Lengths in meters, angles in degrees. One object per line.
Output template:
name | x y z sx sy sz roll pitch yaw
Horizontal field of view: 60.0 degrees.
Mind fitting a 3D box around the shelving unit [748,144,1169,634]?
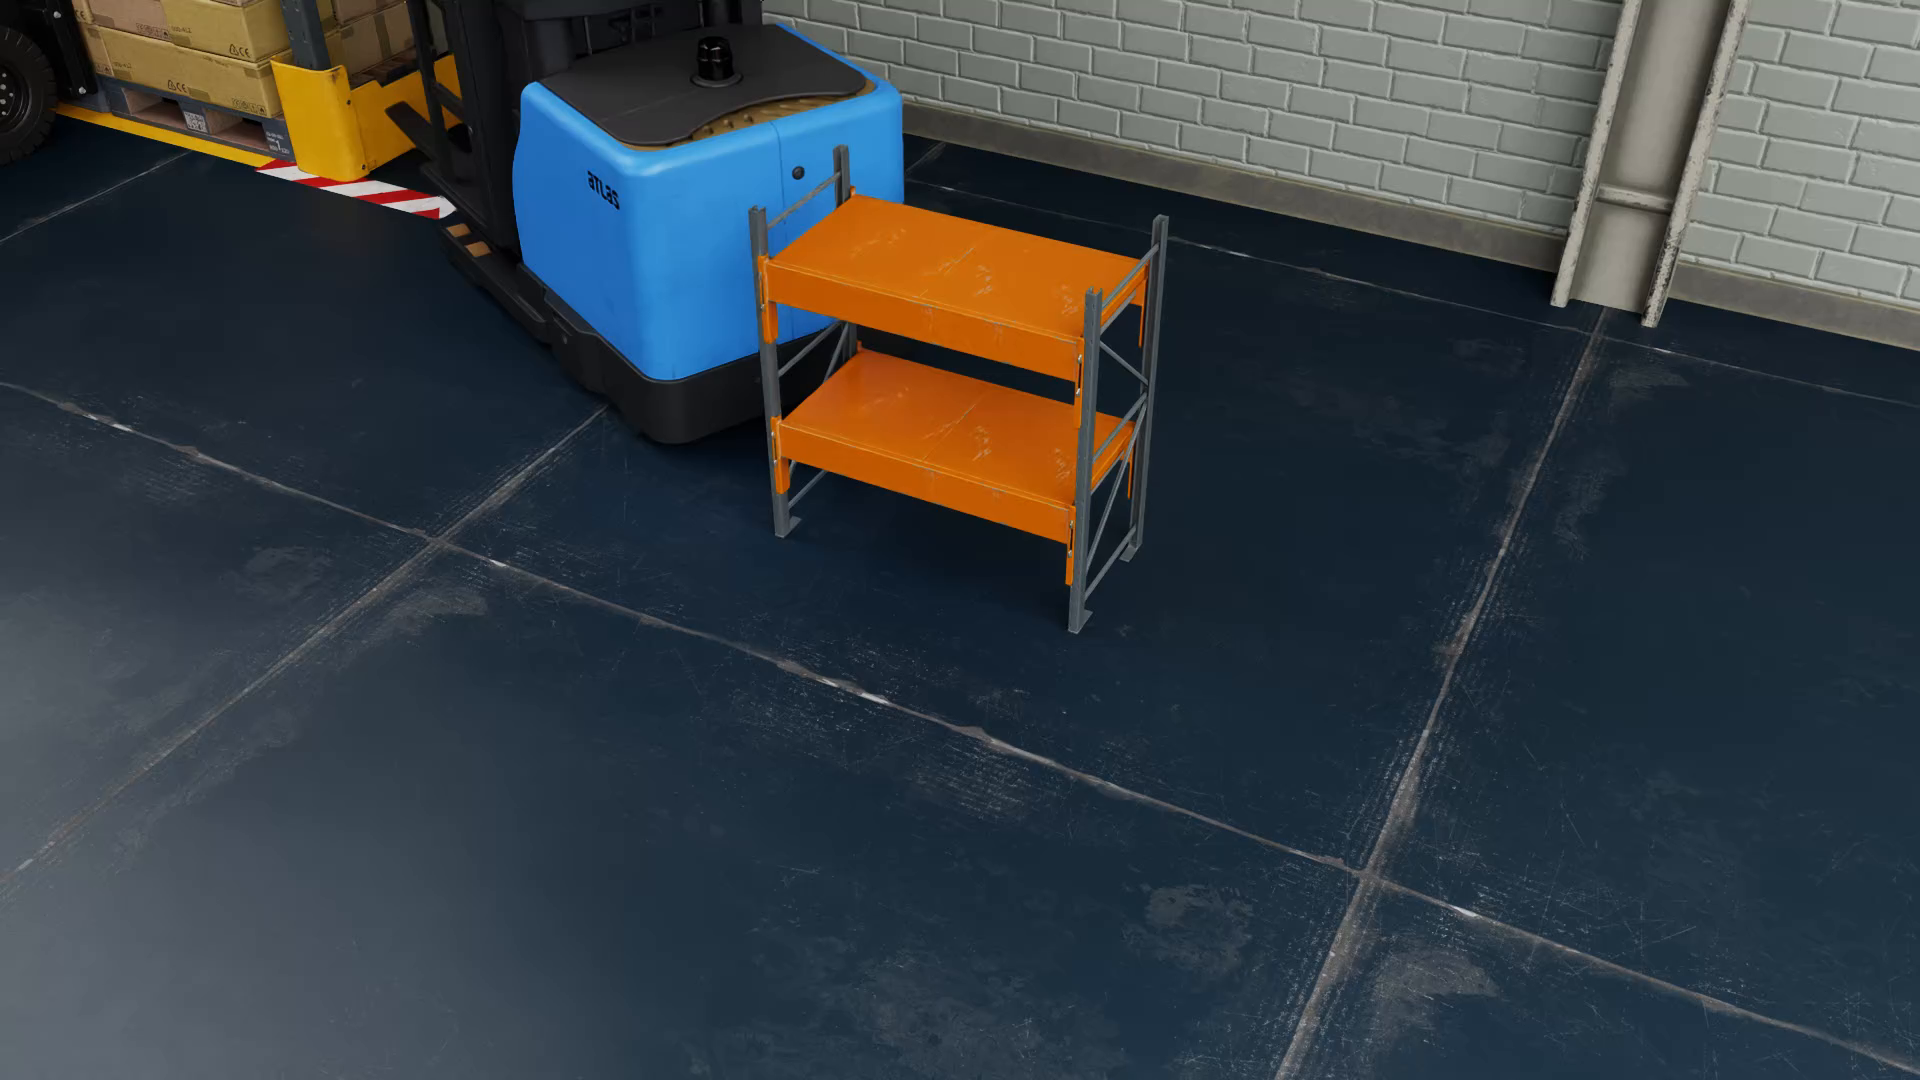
shelving unit | -0.006 -0.450 4.912 1.048 1.125 0.538 17 41 21

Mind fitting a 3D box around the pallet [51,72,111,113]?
pallet | -4.367 -2.547 8.431 1.213 0.211 1.003 17 41 21

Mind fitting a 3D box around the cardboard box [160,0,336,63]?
cardboard box | -3.166 -2.366 7.400 0.500 0.250 0.500 17 40 21

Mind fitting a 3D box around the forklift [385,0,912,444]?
forklift | -1.442 -2.332 5.897 1.130 2.935 3.031 -24 43 -28

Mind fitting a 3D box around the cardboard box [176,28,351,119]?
cardboard box | -3.152 -2.161 7.542 0.500 0.250 0.500 18 41 22

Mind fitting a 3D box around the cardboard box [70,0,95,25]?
cardboard box | -4.074 -2.644 7.765 0.500 0.250 0.500 16 40 20

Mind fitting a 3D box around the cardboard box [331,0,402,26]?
cardboard box | -2.912 -2.641 7.762 0.500 0.250 0.500 18 41 22

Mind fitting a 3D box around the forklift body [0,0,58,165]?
forklift body | -5.112 -2.337 6.550 1.214 2.155 2.313 17 41 21

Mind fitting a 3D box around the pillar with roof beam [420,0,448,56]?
pillar with roof beam | -4.773 -3.883 2.923 0.400 9.000 9.100 17 41 21

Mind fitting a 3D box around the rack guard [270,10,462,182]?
rack guard | -2.568 -2.125 7.636 0.348 0.500 1.175 17 41 21

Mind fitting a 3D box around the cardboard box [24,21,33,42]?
cardboard box | -4.501 -2.580 8.095 0.500 0.250 0.500 19 41 23

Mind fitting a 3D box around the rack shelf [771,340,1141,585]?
rack shelf | -0.006 -0.255 5.060 1.000 0.278 0.538 17 41 21

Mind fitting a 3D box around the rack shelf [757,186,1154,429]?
rack shelf | -0.006 -0.683 4.735 1.000 0.278 0.538 17 41 21

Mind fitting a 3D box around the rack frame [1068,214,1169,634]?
rack frame | 0.445 -0.309 4.726 0.032 1.125 0.500 17 41 21

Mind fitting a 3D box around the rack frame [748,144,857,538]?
rack frame | -0.457 -0.591 5.099 0.032 1.125 0.500 17 41 21

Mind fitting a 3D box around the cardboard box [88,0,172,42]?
cardboard box | -3.606 -2.511 7.591 0.500 0.250 0.500 17 40 21

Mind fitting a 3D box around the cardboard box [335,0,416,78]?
cardboard box | -2.936 -2.441 7.912 0.500 0.250 0.500 18 41 22

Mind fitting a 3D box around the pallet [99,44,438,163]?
pallet | -3.288 -2.207 7.983 1.213 0.211 1.003 17 41 21

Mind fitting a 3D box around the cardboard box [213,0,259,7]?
cardboard box | -3.142 -2.558 7.239 0.500 0.250 0.500 19 41 23

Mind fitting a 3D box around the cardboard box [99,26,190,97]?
cardboard box | -3.589 -2.304 7.731 0.500 0.250 0.500 17 41 21

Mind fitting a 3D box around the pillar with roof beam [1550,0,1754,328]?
pillar with roof beam | 0.555 -2.215 0.725 0.400 9.000 9.100 17 41 21

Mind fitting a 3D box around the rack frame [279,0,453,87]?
rack frame | -2.590 -3.128 6.889 0.127 3.000 1.000 17 41 21

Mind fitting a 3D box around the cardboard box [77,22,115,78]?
cardboard box | -4.029 -2.448 7.921 0.500 0.250 0.500 18 41 22
